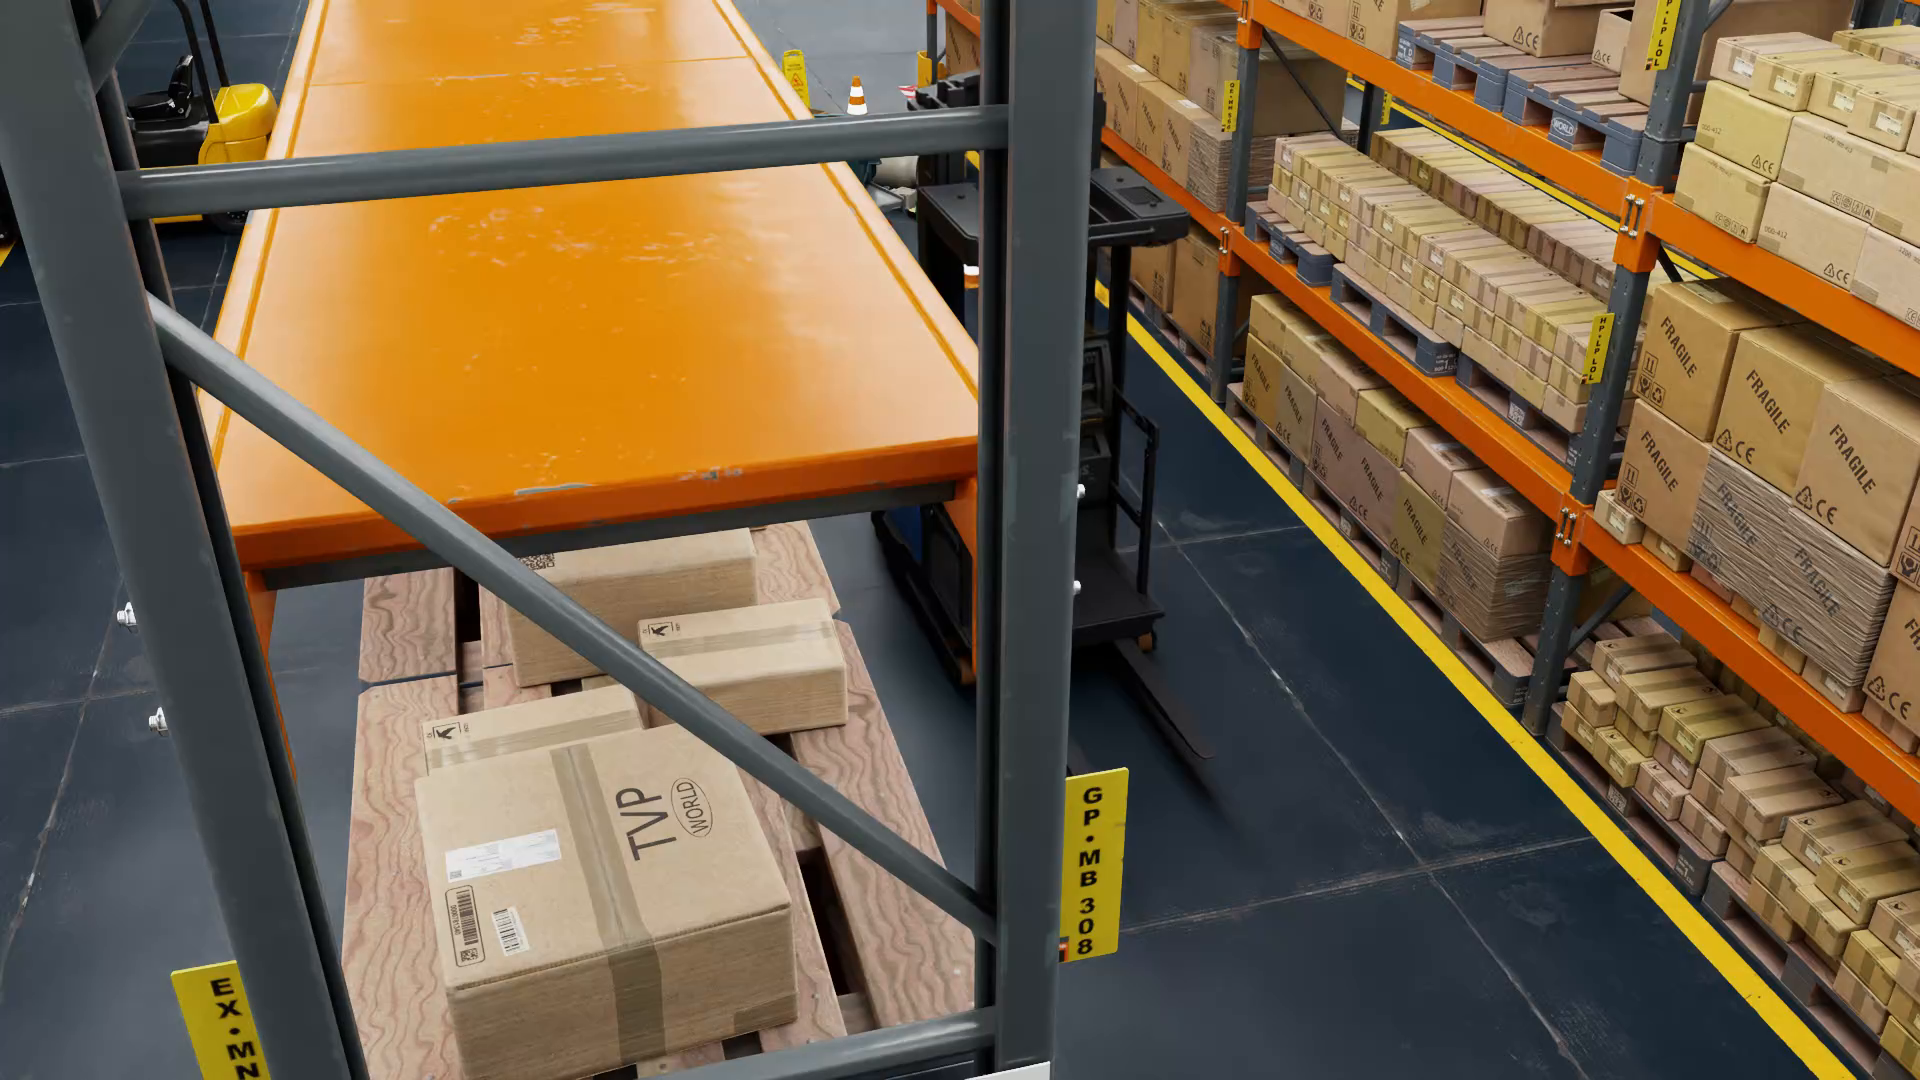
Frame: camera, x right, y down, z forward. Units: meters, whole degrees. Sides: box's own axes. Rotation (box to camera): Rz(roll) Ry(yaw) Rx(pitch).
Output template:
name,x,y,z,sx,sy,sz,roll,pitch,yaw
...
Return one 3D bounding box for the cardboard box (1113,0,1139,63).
name,x,y,z,sx,sy,sz,roll,pitch,yaw
cardboard box,1.608,-4.017,12.829,0.700,0.500,0.500,-8,31,-13

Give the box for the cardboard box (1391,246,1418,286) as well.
name,x,y,z,sx,sy,sz,roll,pitch,yaw
cardboard box,2.613,-1.531,9.166,0.380,0.149,0.250,-7,31,-11

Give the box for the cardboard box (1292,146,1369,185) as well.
name,x,y,z,sx,sy,sz,roll,pitch,yaw
cardboard box,2.269,-2.293,10.185,0.380,0.149,0.250,-9,31,-15

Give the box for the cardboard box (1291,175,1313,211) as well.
name,x,y,z,sx,sy,sz,roll,pitch,yaw
cardboard box,2.268,-2.151,10.238,0.380,0.149,0.250,-6,31,-11

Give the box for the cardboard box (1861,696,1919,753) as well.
name,x,y,z,sx,sy,sz,roll,pitch,yaw
cardboard box,3.593,0.633,6.143,0.380,0.149,0.250,-7,31,-11

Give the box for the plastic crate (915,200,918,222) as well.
name,x,y,z,sx,sy,sz,roll,pitch,yaw
plastic crate,-0.111,-2.990,14.902,0.450,0.188,0.662,16,32,7

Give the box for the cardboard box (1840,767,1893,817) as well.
name,x,y,z,sx,sy,sz,roll,pitch,yaw
cardboard box,4.000,1.015,7.066,0.380,0.149,0.250,-9,31,-16

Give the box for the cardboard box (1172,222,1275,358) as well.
name,x,y,z,sx,sy,sz,roll,pitch,yaw
cardboard box,2.185,-1.855,12.018,1.050,0.750,0.750,-8,31,-14

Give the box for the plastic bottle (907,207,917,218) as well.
name,x,y,z,sx,sy,sz,roll,pitch,yaw
plastic bottle,-0.330,-2.933,14.988,0.283,0.061,0.133,26,39,37

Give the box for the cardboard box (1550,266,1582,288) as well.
name,x,y,z,sx,sy,sz,roll,pitch,yaw
cardboard box,3.377,-1.367,8.883,0.380,0.149,0.250,-7,31,-11

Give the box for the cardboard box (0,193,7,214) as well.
name,x,y,z,sx,sy,sz,roll,pitch,yaw
cardboard box,-8.558,-2.910,14.340,0.500,0.250,0.500,-7,31,-12

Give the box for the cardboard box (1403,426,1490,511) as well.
name,x,y,z,sx,sy,sz,roll,pitch,yaw
cardboard box,2.756,-0.409,9.021,0.500,0.250,0.500,-6,31,-11

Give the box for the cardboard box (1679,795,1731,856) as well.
name,x,y,z,sx,sy,sz,roll,pitch,yaw
cardboard box,3.410,1.220,7.306,0.380,0.149,0.250,-8,31,-14

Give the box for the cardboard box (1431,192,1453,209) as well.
name,x,y,z,sx,sy,sz,roll,pitch,yaw
cardboard box,3.041,-1.988,9.956,0.380,0.149,0.250,-8,31,-13

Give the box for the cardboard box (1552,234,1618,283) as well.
name,x,y,z,sx,sy,sz,roll,pitch,yaw
cardboard box,3.382,-1.493,8.804,0.380,0.149,0.250,-8,31,-14

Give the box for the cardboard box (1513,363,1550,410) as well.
name,x,y,z,sx,sy,sz,roll,pitch,yaw
cardboard box,2.955,-0.773,8.153,0.380,0.149,0.250,-8,31,-13

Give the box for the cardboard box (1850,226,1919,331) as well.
name,x,y,z,sx,sy,sz,roll,pitch,yaw
cardboard box,3.451,-0.888,5.677,0.500,0.250,0.500,-7,31,-11

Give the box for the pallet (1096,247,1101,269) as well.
name,x,y,z,sx,sy,sz,roll,pitch,yaw
pallet,1.475,-2.703,14.440,1.003,0.211,1.213,-8,31,-13

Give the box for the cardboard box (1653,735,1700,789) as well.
name,x,y,z,sx,sy,sz,roll,pitch,yaw
cardboard box,3.362,0.956,7.466,0.380,0.149,0.250,-8,31,-14

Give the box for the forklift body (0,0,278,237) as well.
name,x,y,z,sx,sy,sz,roll,pitch,yaw
forklift body,-7.132,-3.795,14.391,2.313,2.155,1.214,-8,31,-13

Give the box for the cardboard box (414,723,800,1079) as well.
name,x,y,z,sx,sy,sz,roll,pitch,yaw
cardboard box,-0.569,0.567,2.644,0.500,0.250,0.500,-11,32,-18

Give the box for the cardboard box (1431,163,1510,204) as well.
name,x,y,z,sx,sy,sz,roll,pitch,yaw
cardboard box,3.040,-2.119,9.885,0.380,0.149,0.250,-7,31,-12

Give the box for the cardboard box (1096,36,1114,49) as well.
name,x,y,z,sx,sy,sz,roll,pitch,yaw
cardboard box,1.213,-3.782,13.421,0.500,0.500,0.500,-8,31,-13

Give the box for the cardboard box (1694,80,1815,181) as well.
name,x,y,z,sx,sy,sz,roll,pitch,yaw
cardboard box,3.218,-1.594,6.397,0.500,0.250,0.500,-7,31,-12

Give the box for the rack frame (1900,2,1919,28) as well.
name,x,y,z,sx,sy,sz,roll,pitch,yaw
rack frame,7.069,-2.951,12.085,1.000,3.000,0.127,-8,31,-13

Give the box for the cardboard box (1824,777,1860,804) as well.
name,x,y,z,sx,sy,sz,roll,pitch,yaw
cardboard box,3.942,1.135,7.155,0.380,0.149,0.250,-7,31,-12

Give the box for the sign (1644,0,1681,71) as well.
name,x,y,z,sx,sy,sz,roll,pitch,yaw
sign,2.787,-2.026,6.583,0.100,0.325,0.005,-8,31,-13

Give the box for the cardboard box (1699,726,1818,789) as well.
name,x,y,z,sx,sy,sz,roll,pitch,yaw
cardboard box,3.435,0.959,7.162,0.380,0.149,0.250,-9,31,-15

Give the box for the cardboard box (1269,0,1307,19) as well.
name,x,y,z,sx,sy,sz,roll,pitch,yaw
cardboard box,2.155,-3.371,9.716,0.500,0.500,0.500,-8,31,-13

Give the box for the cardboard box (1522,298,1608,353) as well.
name,x,y,z,sx,sy,sz,roll,pitch,yaw
cardboard box,2.954,-1.037,8.016,0.380,0.149,0.250,-9,31,-15

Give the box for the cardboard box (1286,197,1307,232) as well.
name,x,y,z,sx,sy,sz,roll,pitch,yaw
cardboard box,2.255,-2.041,10.345,0.380,0.149,0.250,-6,31,-11

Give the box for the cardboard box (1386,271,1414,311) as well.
name,x,y,z,sx,sy,sz,roll,pitch,yaw
cardboard box,2.605,-1.405,9.245,0.380,0.149,0.250,-9,31,-15

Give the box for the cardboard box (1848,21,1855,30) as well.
name,x,y,z,sx,sy,sz,roll,pitch,yaw
cardboard box,6.642,-3.688,12.839,0.700,0.500,0.500,-3,30,-6

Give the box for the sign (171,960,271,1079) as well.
name,x,y,z,sx,sy,sz,roll,pitch,yaw
sign,-0.889,0.649,2.067,0.100,0.325,0.005,-8,31,-13

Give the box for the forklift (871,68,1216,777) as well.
name,x,y,z,sx,sy,sz,roll,pitch,yaw
forklift,0.407,-0.730,8.317,1.130,2.935,3.031,-9,31,-16

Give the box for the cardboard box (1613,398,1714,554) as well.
name,x,y,z,sx,sy,sz,roll,pitch,yaw
cardboard box,3.210,-0.308,7.122,0.500,0.500,0.500,-8,31,-14

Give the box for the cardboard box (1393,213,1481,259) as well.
name,x,y,z,sx,sy,sz,roll,pitch,yaw
cardboard box,2.609,-1.666,9.104,0.380,0.149,0.250,-8,31,-14

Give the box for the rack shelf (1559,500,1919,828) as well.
name,x,y,z,sx,sy,sz,roll,pitch,yaw
rack shelf,3.852,0.869,6.204,1.077,0.370,4.000,-8,31,-13

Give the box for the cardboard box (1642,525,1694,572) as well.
name,x,y,z,sx,sy,sz,roll,pitch,yaw
cardboard box,3.221,-0.005,7.246,0.380,0.149,0.250,-7,31,-12

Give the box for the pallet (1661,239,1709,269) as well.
name,x,y,z,sx,sy,sz,roll,pitch,yaw
pallet,6.542,-2.710,14.453,1.003,0.211,1.213,-8,31,-13

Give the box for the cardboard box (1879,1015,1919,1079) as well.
name,x,y,z,sx,sy,sz,roll,pitch,yaw
cardboard box,3.683,1.867,6.188,0.380,0.149,0.250,-9,31,-15

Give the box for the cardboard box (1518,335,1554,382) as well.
name,x,y,z,sx,sy,sz,roll,pitch,yaw
cardboard box,2.954,-0.903,8.082,0.380,0.149,0.250,-8,31,-13

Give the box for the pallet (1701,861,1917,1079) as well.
name,x,y,z,sx,sy,sz,roll,pitch,yaw
pallet,3.861,1.708,6.819,1.003,0.211,1.213,-8,31,-13

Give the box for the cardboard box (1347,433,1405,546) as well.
name,x,y,z,sx,sy,sz,roll,pitch,yaw
cardboard box,2.614,-0.329,9.631,0.500,0.500,0.500,-9,31,-14

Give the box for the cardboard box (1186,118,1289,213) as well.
name,x,y,z,sx,sy,sz,roll,pitch,yaw
cardboard box,1.881,-2.566,11.320,0.500,0.500,0.500,-8,31,-13

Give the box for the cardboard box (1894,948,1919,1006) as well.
name,x,y,z,sx,sy,sz,roll,pitch,yaw
cardboard box,3.663,1.603,6.050,0.380,0.149,0.250,-7,31,-11

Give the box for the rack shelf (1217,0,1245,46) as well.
name,x,y,z,sx,sy,sz,roll,pitch,yaw
rack shelf,1.729,-4.293,12.128,1.077,0.370,4.000,-8,31,-13

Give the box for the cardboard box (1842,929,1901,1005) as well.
name,x,y,z,sx,sy,sz,roll,pitch,yaw
cardboard box,3.628,1.604,6.345,0.380,0.149,0.250,-6,31,-11

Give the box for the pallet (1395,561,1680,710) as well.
name,x,y,z,sx,sy,sz,roll,pitch,yaw
pallet,3.113,0.422,9.041,1.003,0.211,1.213,-8,31,-13

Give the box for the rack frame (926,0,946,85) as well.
name,x,y,z,sx,sy,sz,roll,pitch,yaw
rack frame,0.136,-6.204,17.706,1.000,3.000,0.127,-8,31,-13
